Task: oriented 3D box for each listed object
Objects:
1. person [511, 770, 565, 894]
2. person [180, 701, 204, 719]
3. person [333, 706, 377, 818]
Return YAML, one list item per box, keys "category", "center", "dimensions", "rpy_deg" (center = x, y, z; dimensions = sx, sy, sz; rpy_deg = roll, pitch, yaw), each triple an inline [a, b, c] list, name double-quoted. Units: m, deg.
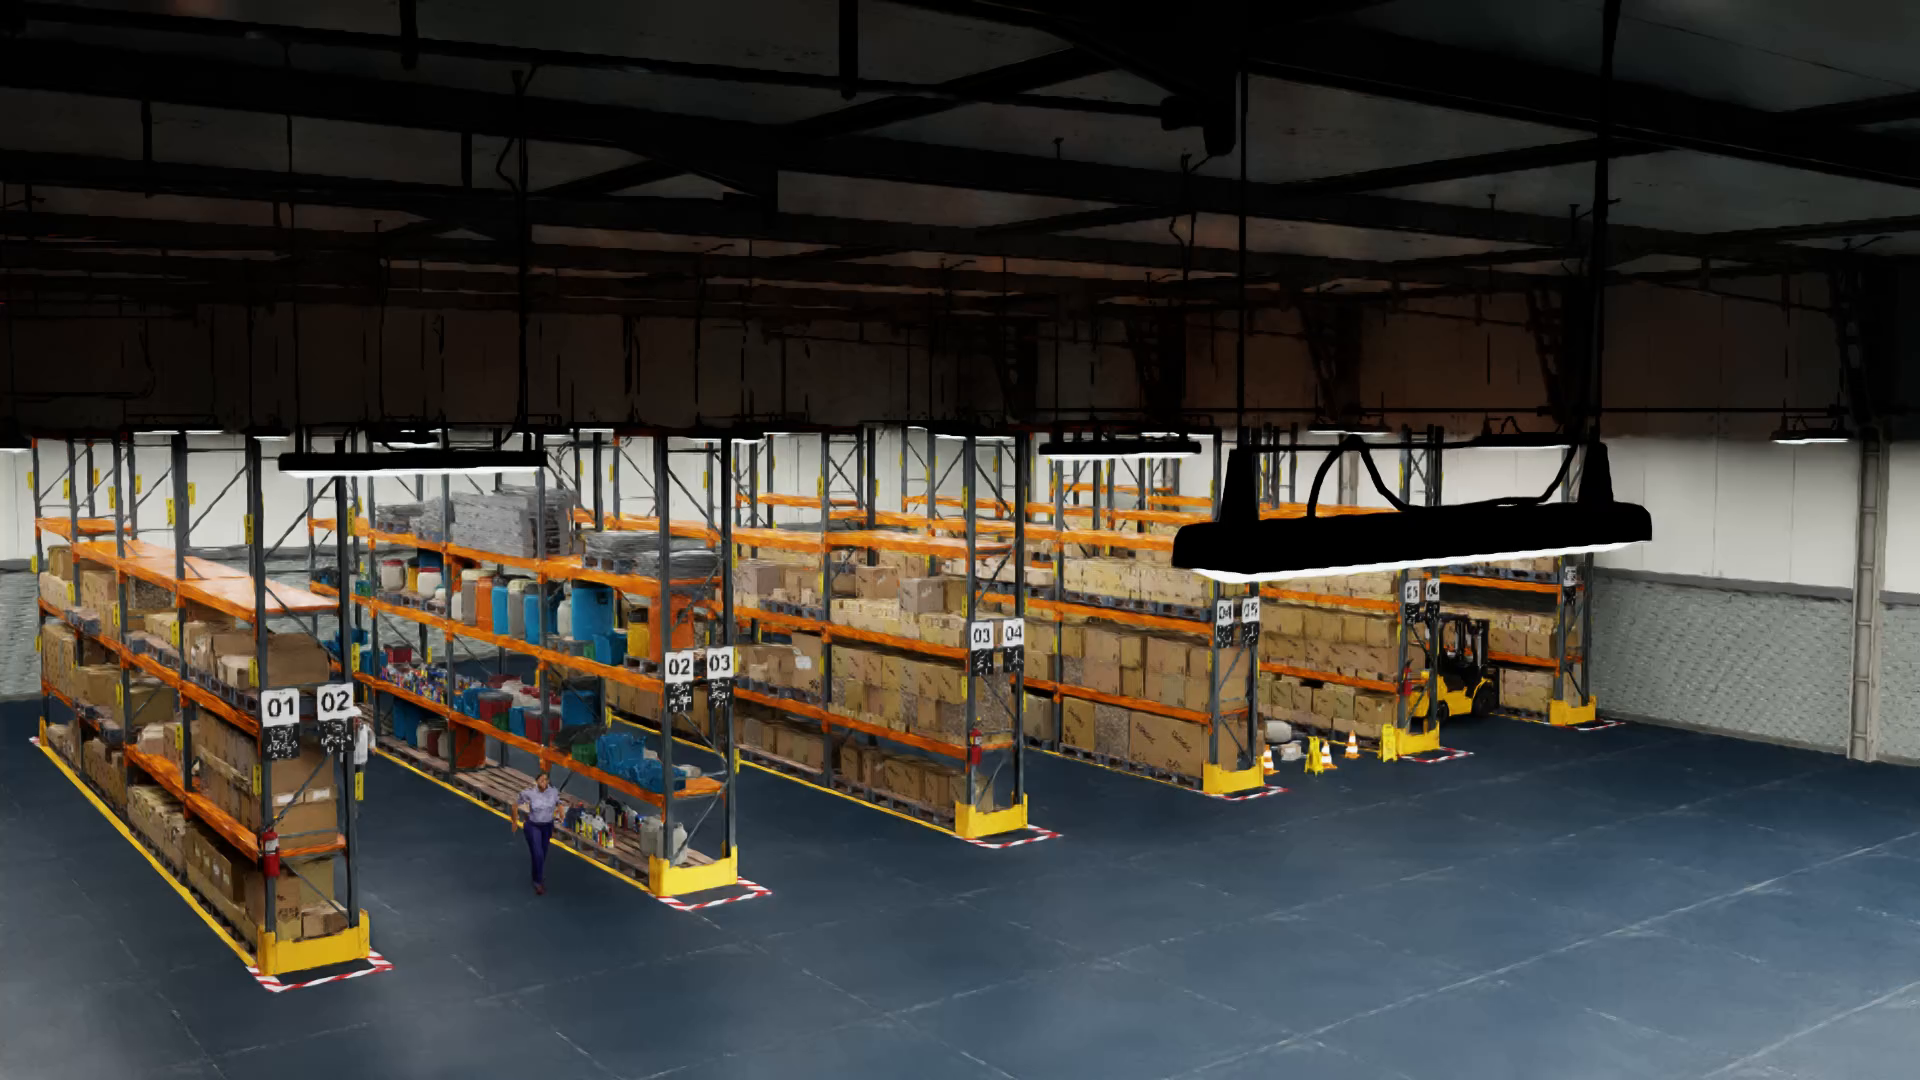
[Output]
- category: "person"
  center: [-5.571, 3.811, 22.040]
  dimensions: [0.632, 1.579, 0.830]
  rpy_deg: [-4, 6, -41]
- category: "person"
  center: [-14.980, 2.991, 32.430]
  dimensions: [0.613, 1.600, 0.853]
  rpy_deg: [-3, 5, -31]
- category: "person"
  center: [-9.473, 3.435, 25.992]
  dimensions: [0.682, 1.709, 0.867]
  rpy_deg: [-4, 6, -42]
